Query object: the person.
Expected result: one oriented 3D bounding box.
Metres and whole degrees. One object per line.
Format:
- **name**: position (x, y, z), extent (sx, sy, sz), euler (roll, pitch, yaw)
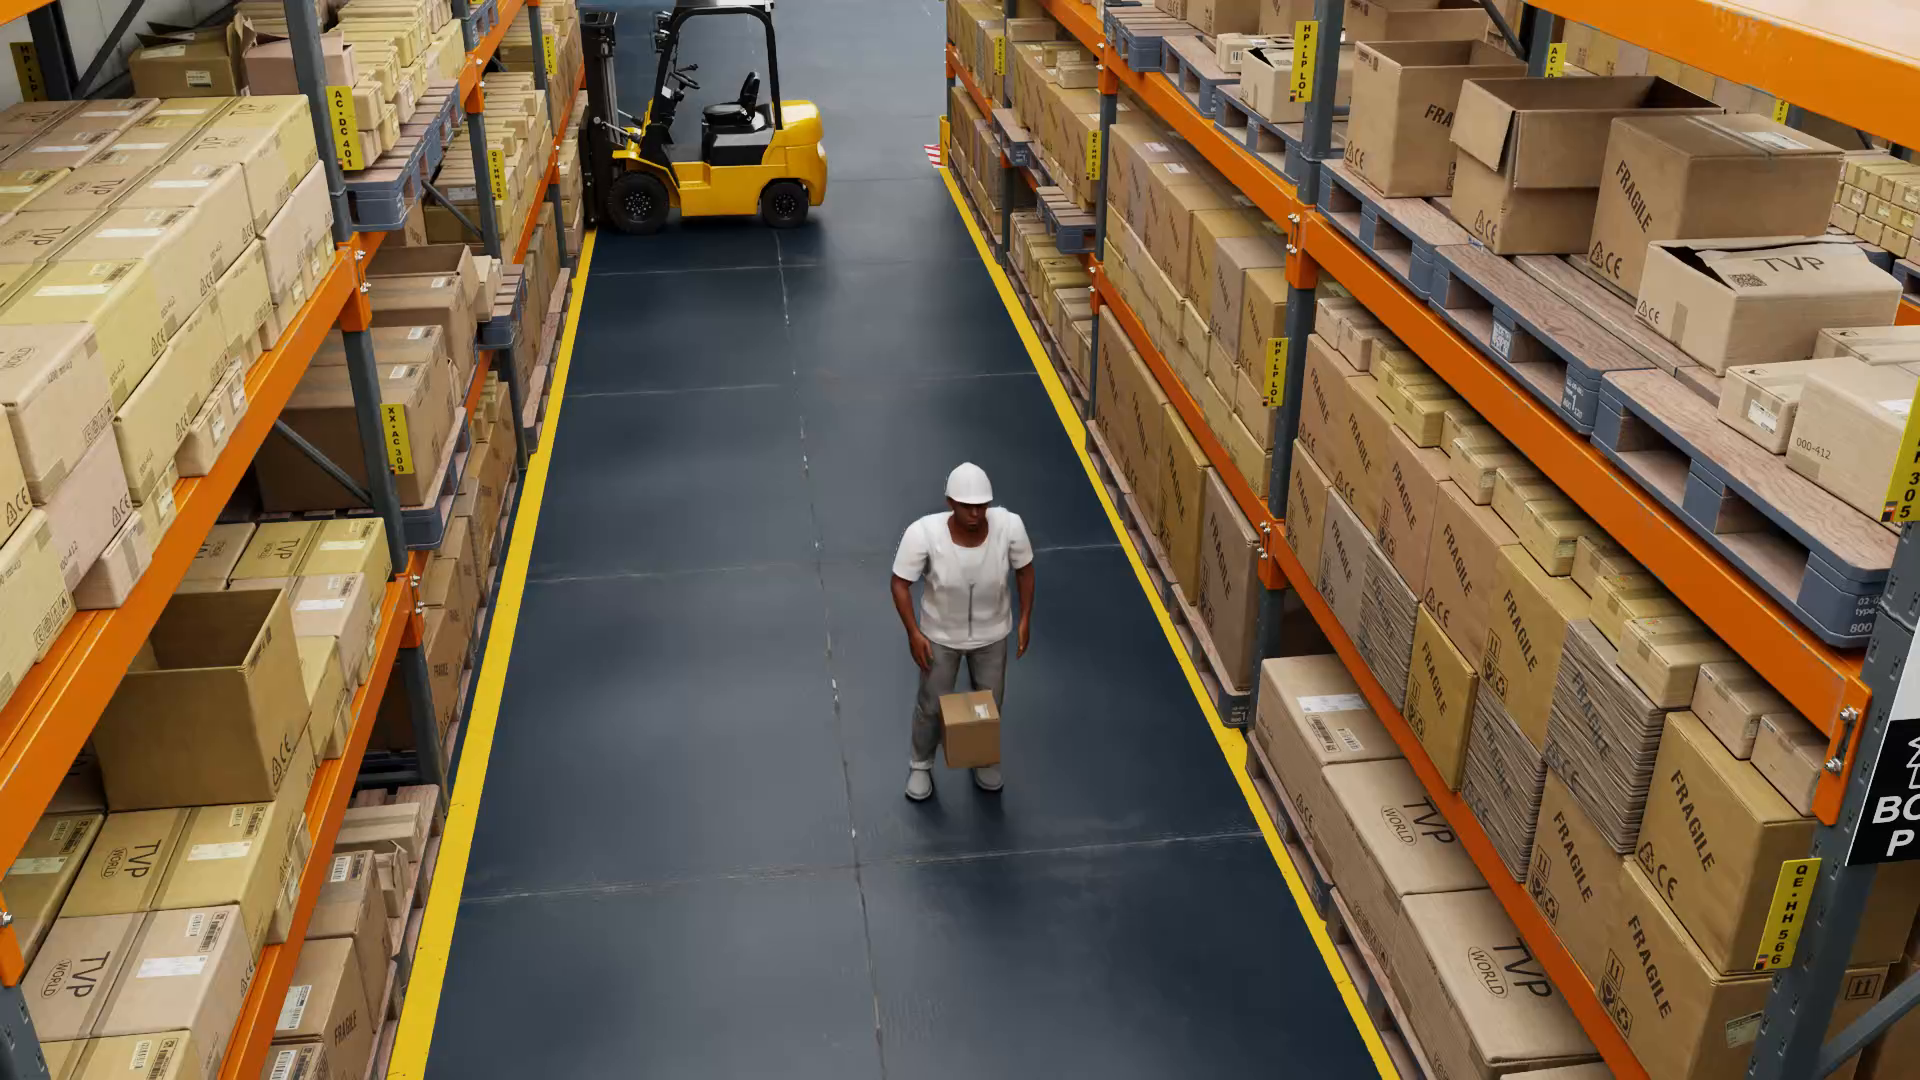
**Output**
- **person**: position (0.020, 0.432, 7.755), extent (0.676, 1.755, 0.453), euler (-4, 27, -7)
